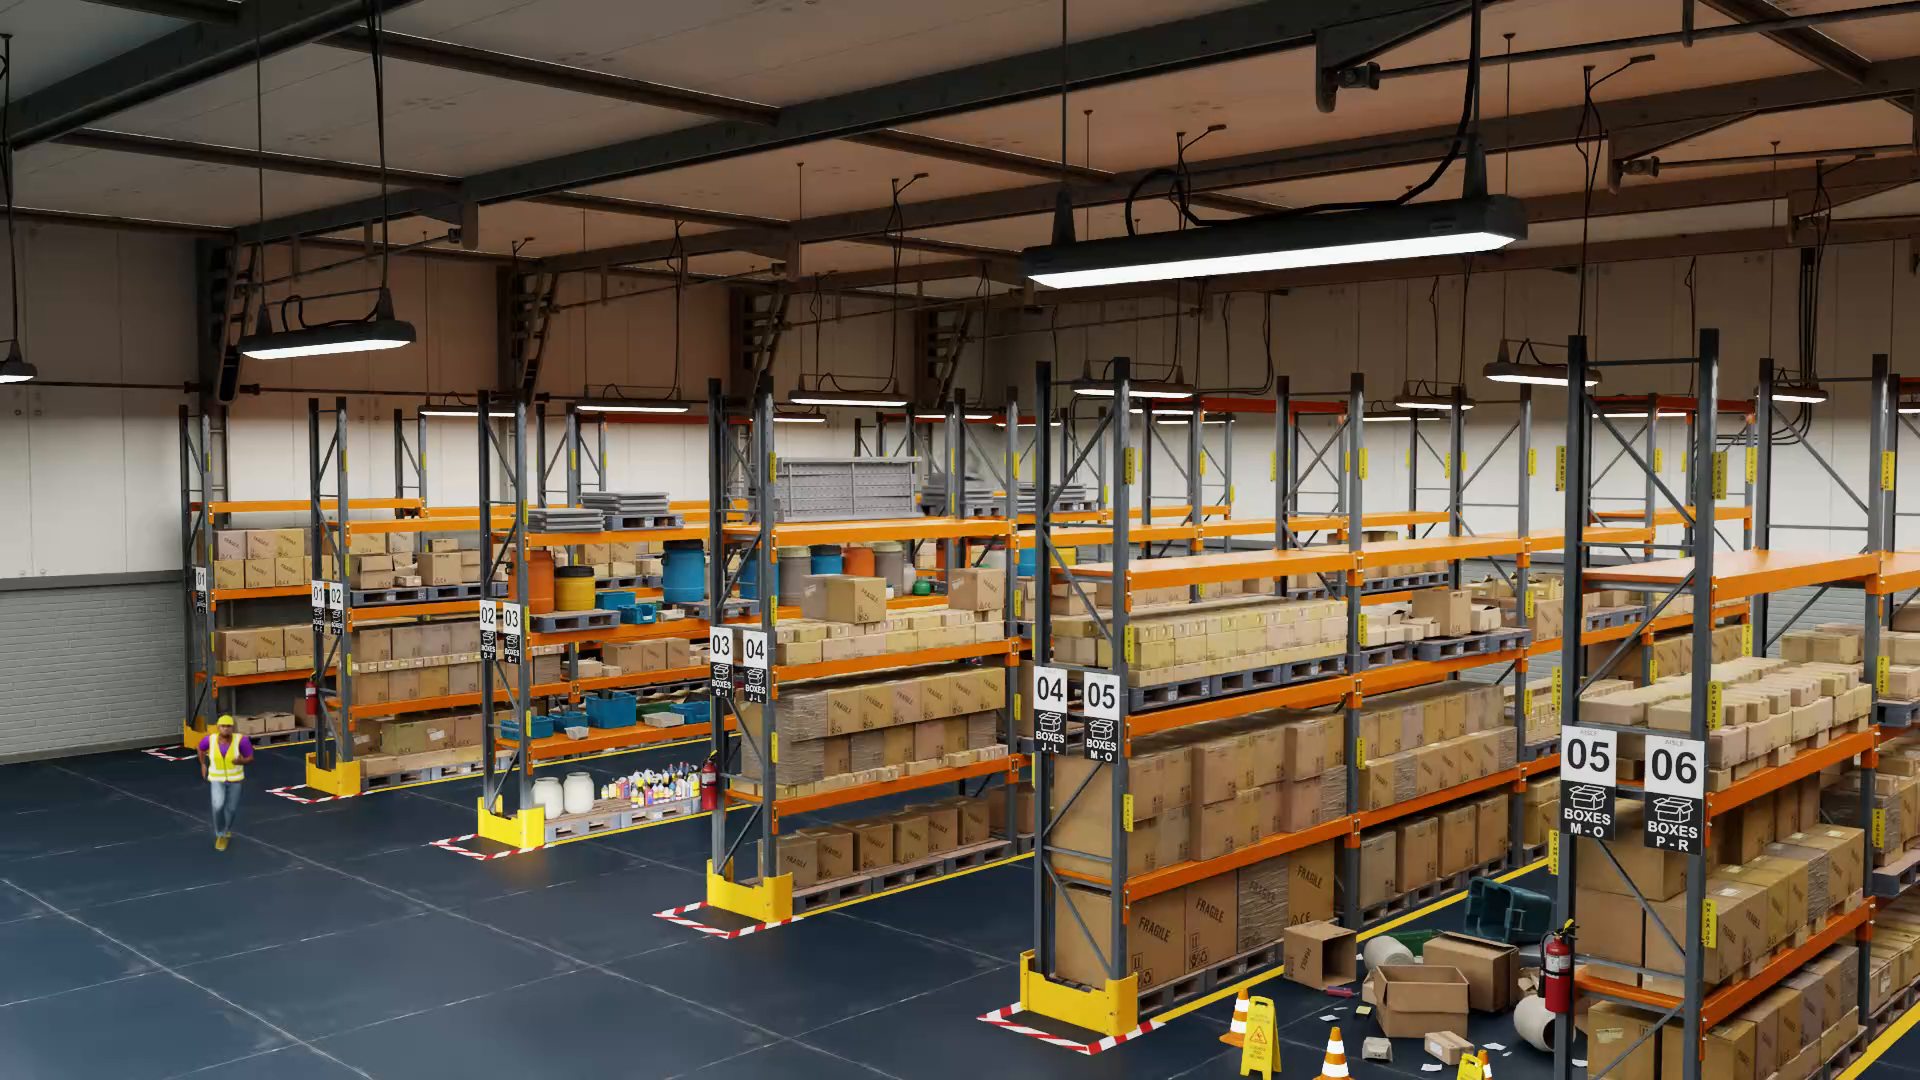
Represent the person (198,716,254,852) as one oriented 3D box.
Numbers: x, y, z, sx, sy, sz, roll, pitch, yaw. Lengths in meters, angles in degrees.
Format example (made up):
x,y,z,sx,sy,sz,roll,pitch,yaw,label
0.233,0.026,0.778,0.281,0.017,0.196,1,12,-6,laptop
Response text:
x,y,z,sx,sy,sz,roll,pitch,yaw,label
-9.569,3.159,21.702,0.644,1.788,0.849,-2,3,-29,person
